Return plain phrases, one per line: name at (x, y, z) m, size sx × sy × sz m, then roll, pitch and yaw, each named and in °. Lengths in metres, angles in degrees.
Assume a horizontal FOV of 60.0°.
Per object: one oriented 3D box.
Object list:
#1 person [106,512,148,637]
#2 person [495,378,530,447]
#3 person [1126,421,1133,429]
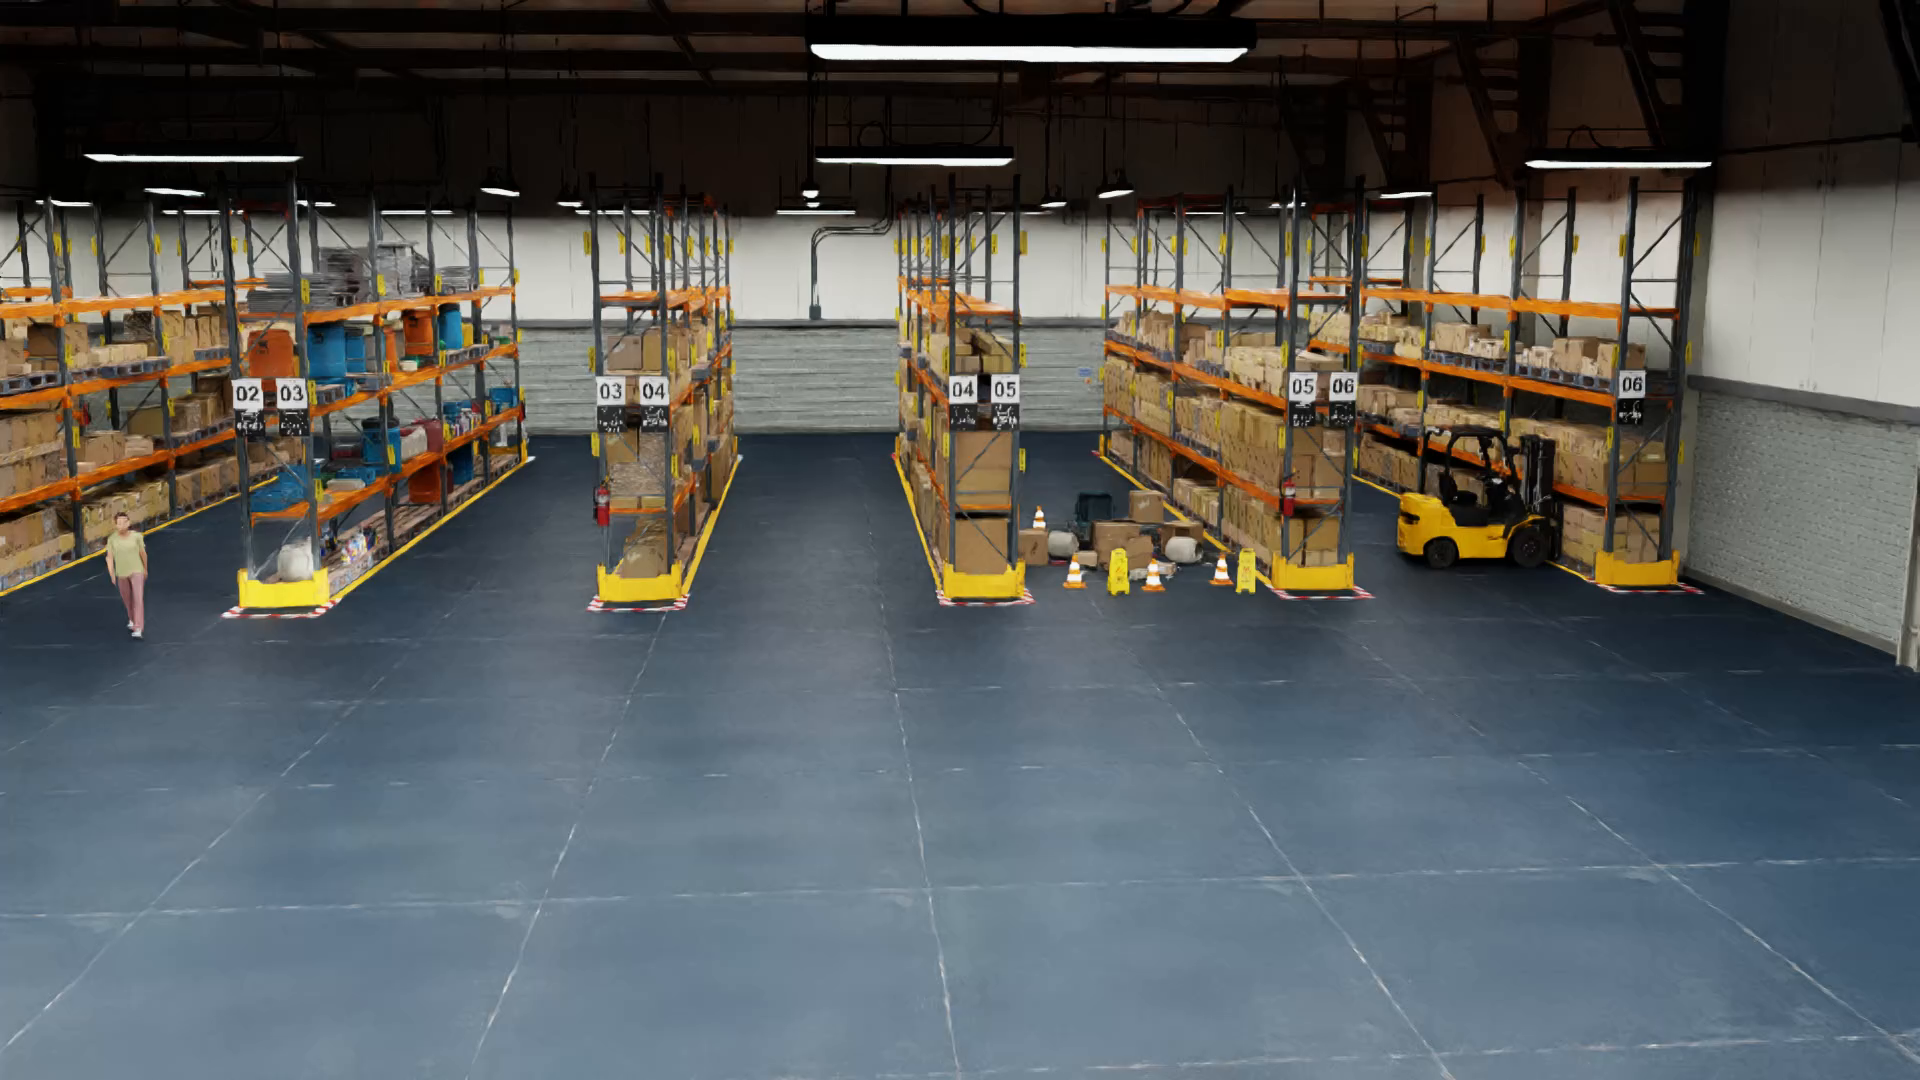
person at (-10.819, 0.425, 21.598) m, size 0.446 × 1.603 × 1.018 m, roll -2°, pitch 10°, yaw -13°
person at (-11.322, -3.233, 42.062) m, size 0.635 × 1.722 × 1.045 m, roll 3°, pitch 10°, yaw 16°
person at (4.330, -3.120, 41.504) m, size 0.383 × 1.671 × 0.562 m, roll -7°, pitch 12°, yaw -35°
